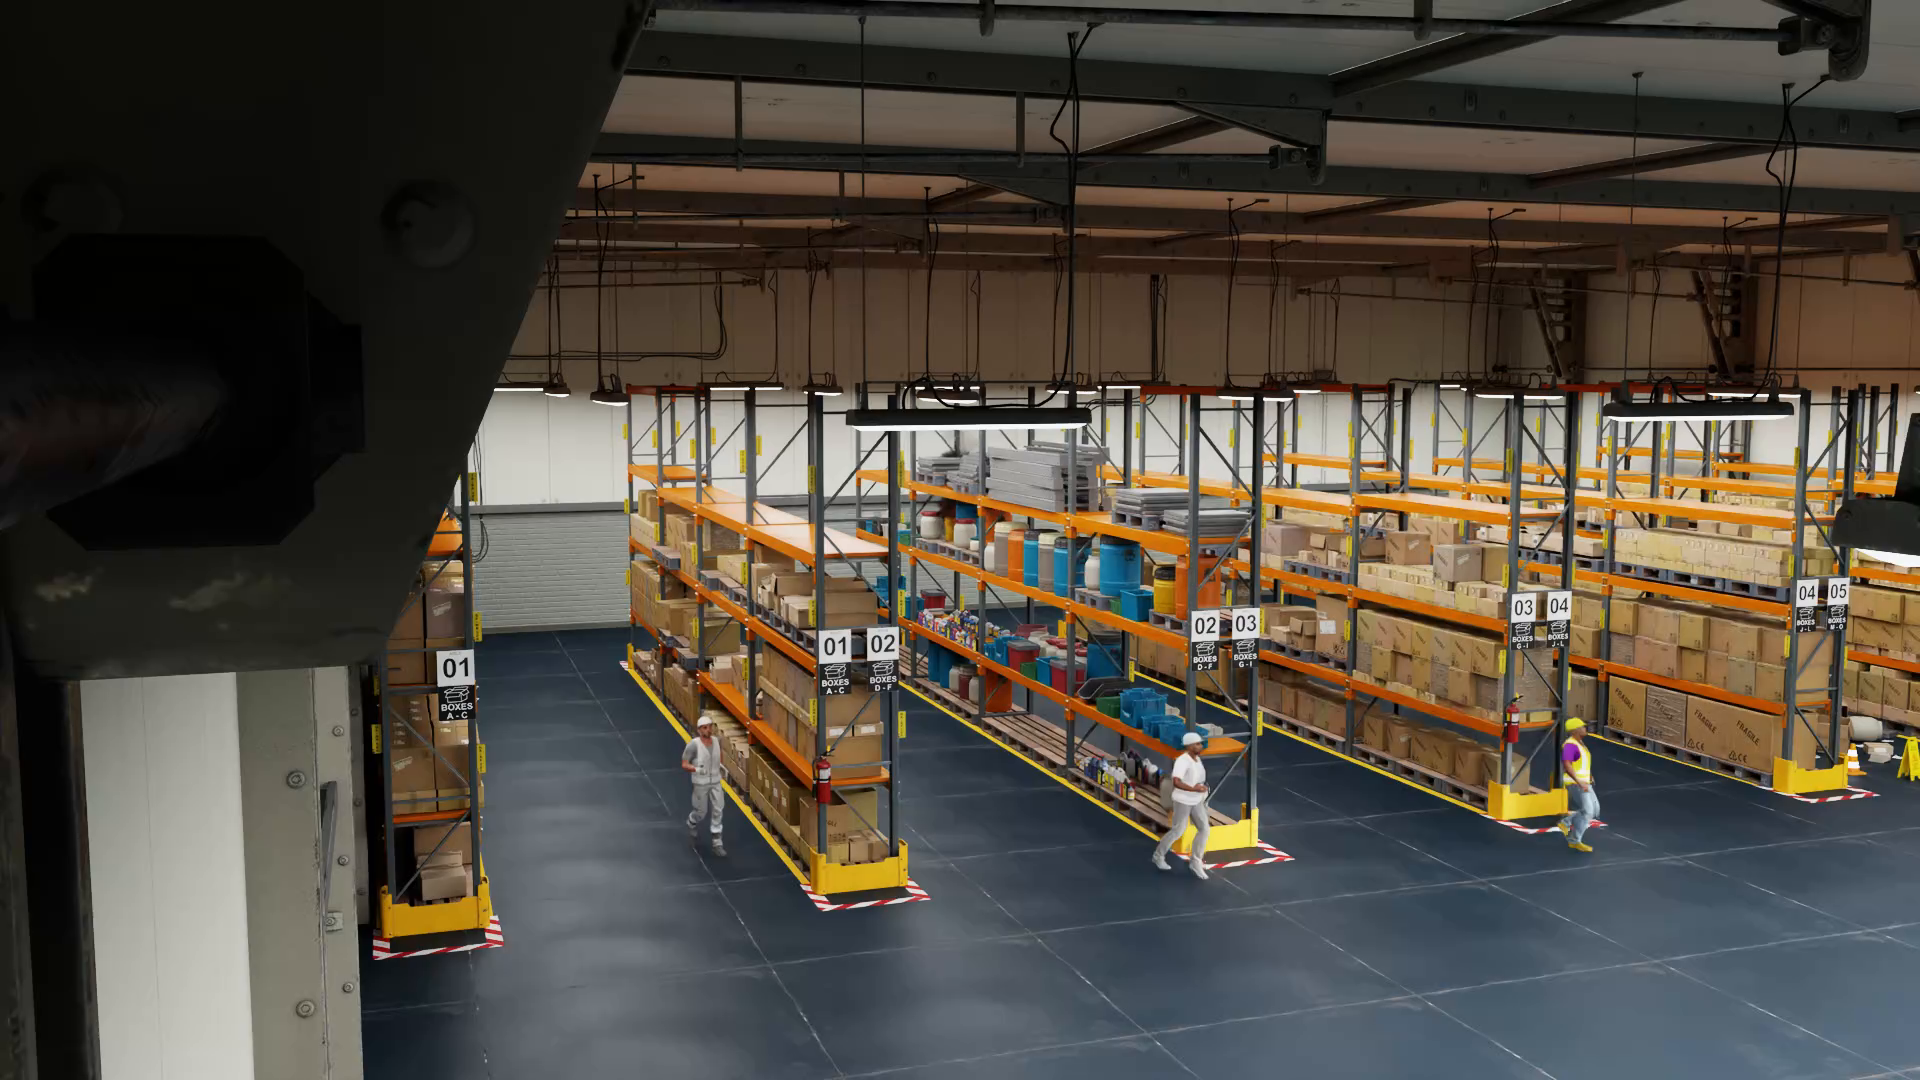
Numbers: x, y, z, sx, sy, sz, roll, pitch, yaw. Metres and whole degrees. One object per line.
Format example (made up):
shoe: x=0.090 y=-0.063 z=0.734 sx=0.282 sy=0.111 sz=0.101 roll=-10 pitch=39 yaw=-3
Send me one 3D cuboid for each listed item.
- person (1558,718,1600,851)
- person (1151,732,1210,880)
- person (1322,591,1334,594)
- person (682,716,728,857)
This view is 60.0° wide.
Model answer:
person: x=8.202 y=3.220 z=22.000 sx=0.515 sy=1.710 sz=0.759 roll=4 pitch=7 yaw=31
person: x=2.841 y=3.304 z=20.870 sx=0.762 sy=1.798 sz=0.726 roll=4 pitch=7 yaw=35
person: x=7.741 y=1.889 z=34.921 sx=0.632 sy=1.755 sz=0.737 roll=-3 pitch=7 yaw=-26
person: x=-3.314 y=3.182 z=21.731 sx=0.654 sy=1.776 sz=0.985 roll=-4 pitch=7 yaw=-33
